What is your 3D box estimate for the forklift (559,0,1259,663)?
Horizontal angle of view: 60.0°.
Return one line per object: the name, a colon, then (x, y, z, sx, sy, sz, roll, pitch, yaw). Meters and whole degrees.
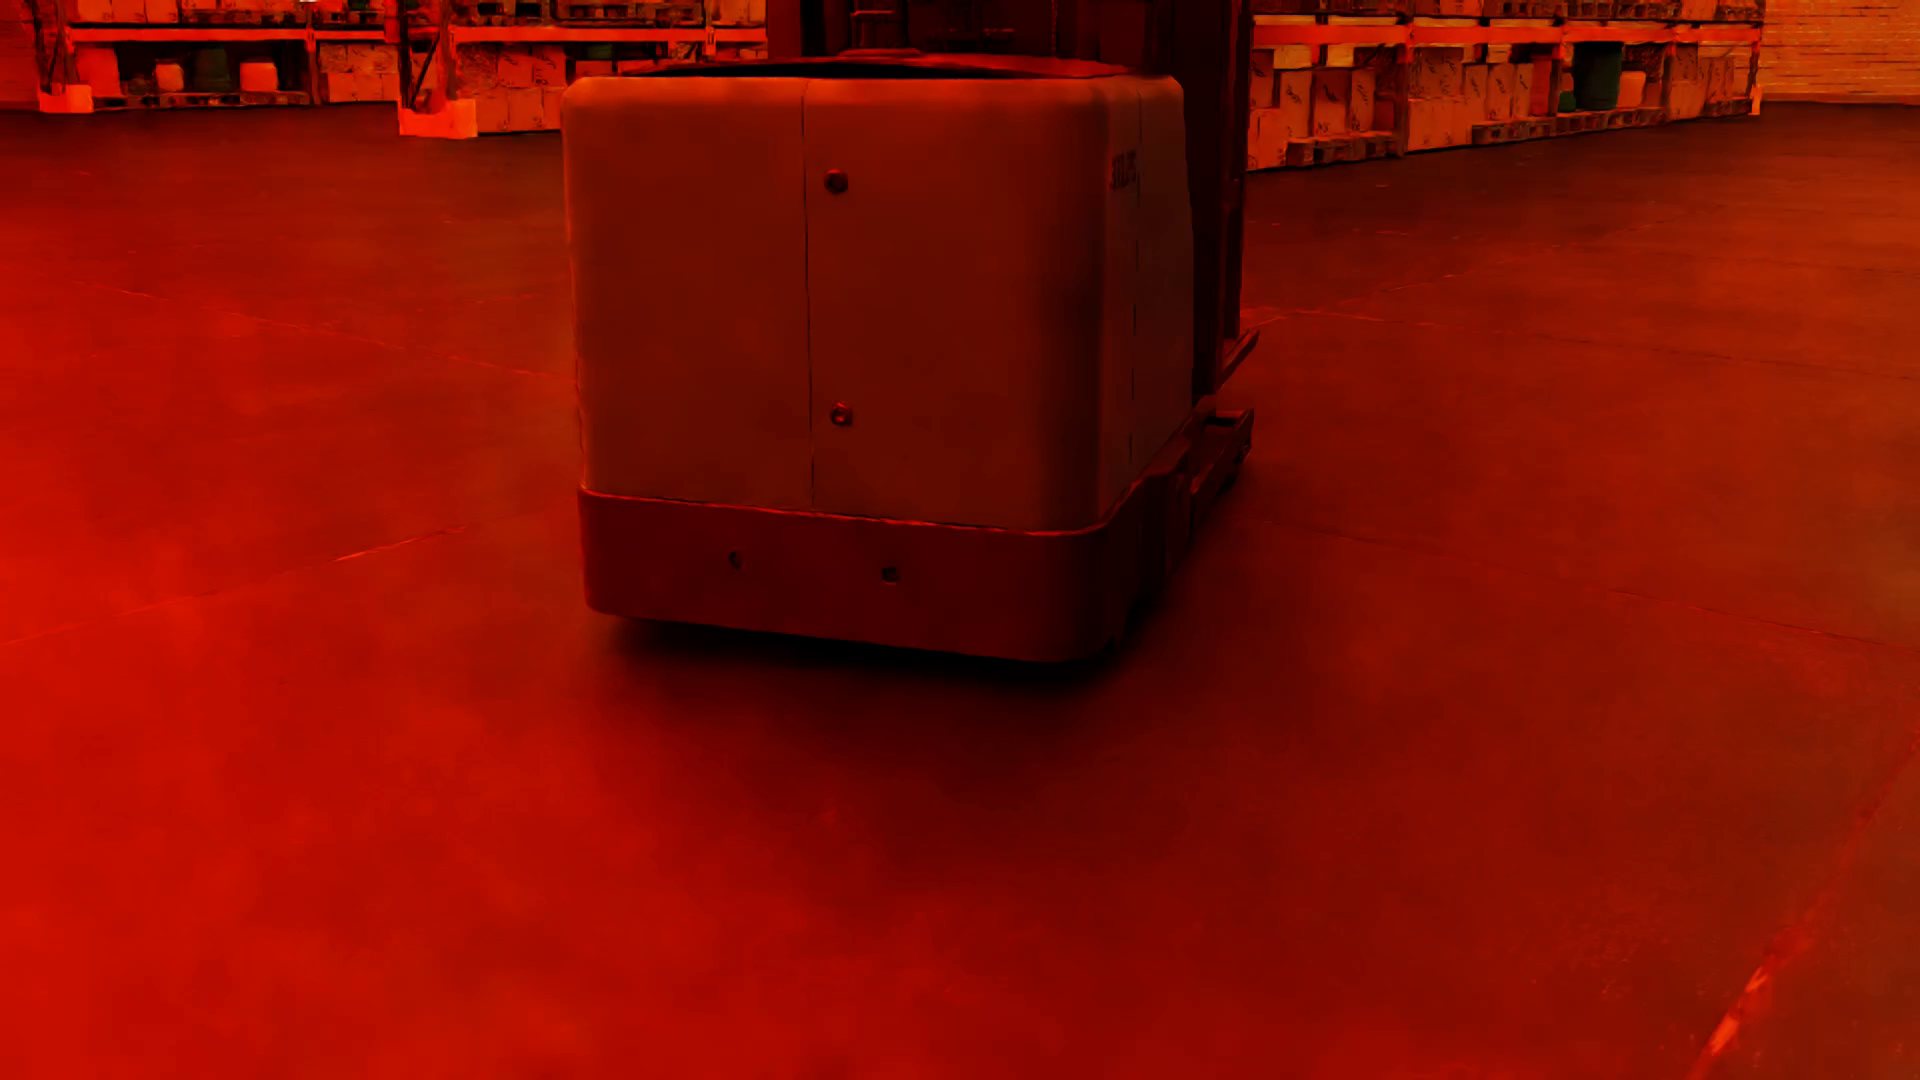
forklift: (0.182, -1.571, 4.072, 1.130, 2.935, 3.031, 5, 18, 17)
